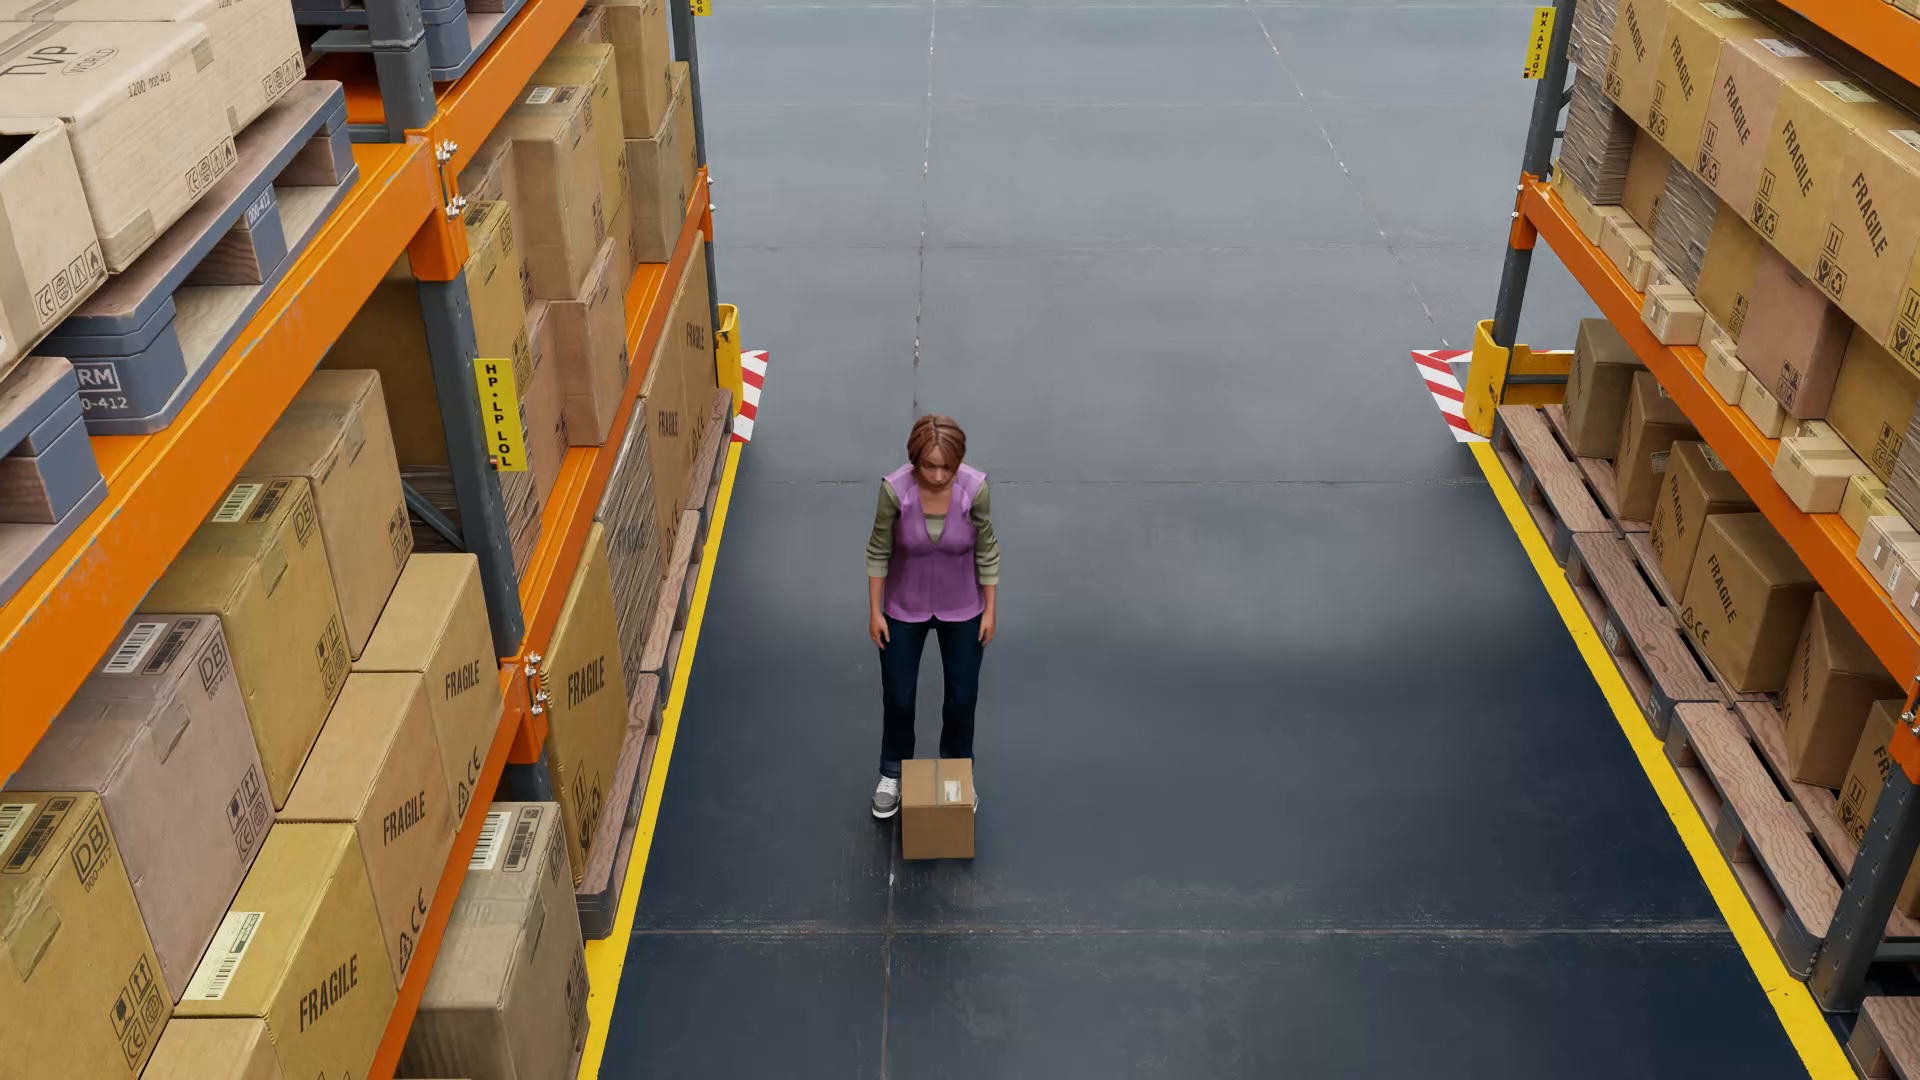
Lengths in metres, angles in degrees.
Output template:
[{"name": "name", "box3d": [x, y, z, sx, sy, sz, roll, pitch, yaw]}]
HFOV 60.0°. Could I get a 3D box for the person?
[{"name": "person", "box3d": [-0.094, 0.255, 5.737, 0.464, 1.593, 0.343, -1, 32, -2]}]
